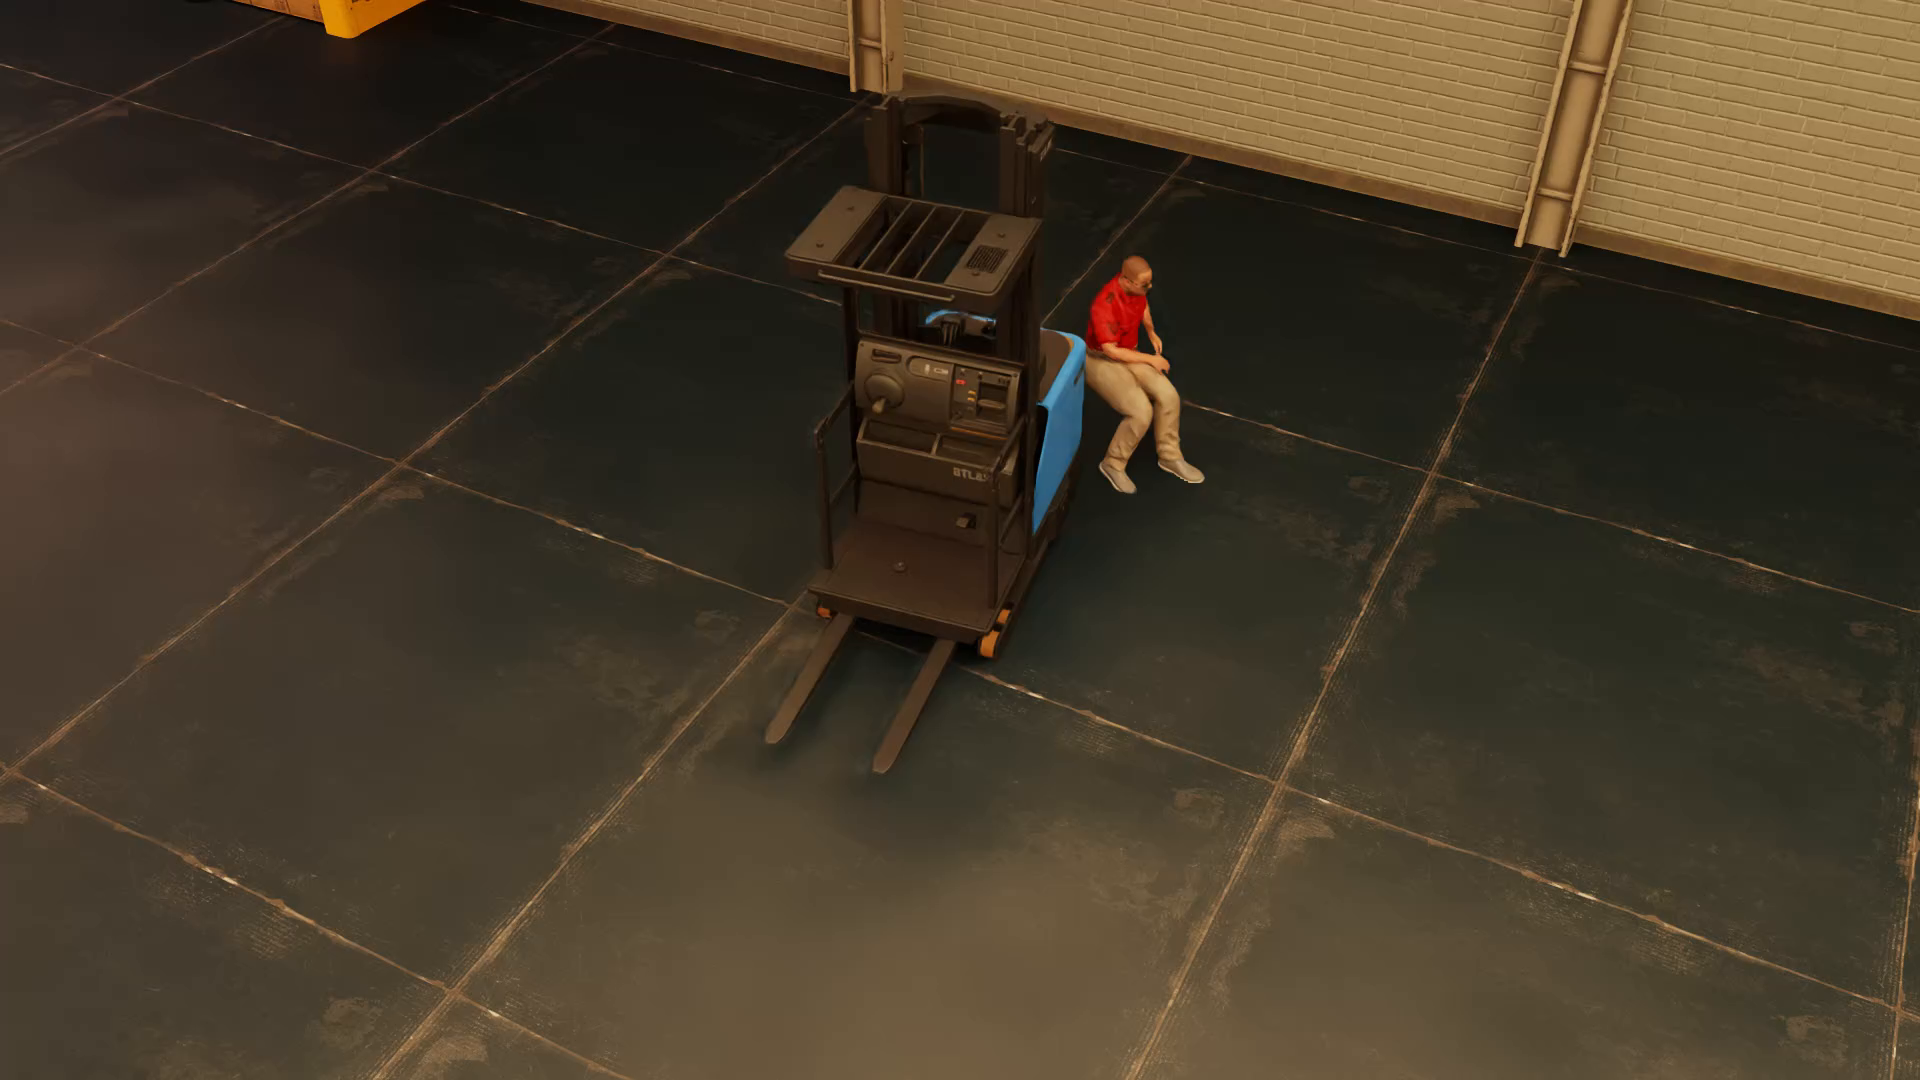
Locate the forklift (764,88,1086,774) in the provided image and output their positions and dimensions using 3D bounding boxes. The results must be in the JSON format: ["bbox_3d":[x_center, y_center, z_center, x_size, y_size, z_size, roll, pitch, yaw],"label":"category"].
[{"bbox_3d":[-0.197,-0.747,8.874,1.130,2.935,3.031,13,42,15],"label":"forklift"}]

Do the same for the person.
[{"bbox_3d":[1.199,-1.073,10.456,0.905,1.516,0.776,24,46,26],"label":"person"}]
